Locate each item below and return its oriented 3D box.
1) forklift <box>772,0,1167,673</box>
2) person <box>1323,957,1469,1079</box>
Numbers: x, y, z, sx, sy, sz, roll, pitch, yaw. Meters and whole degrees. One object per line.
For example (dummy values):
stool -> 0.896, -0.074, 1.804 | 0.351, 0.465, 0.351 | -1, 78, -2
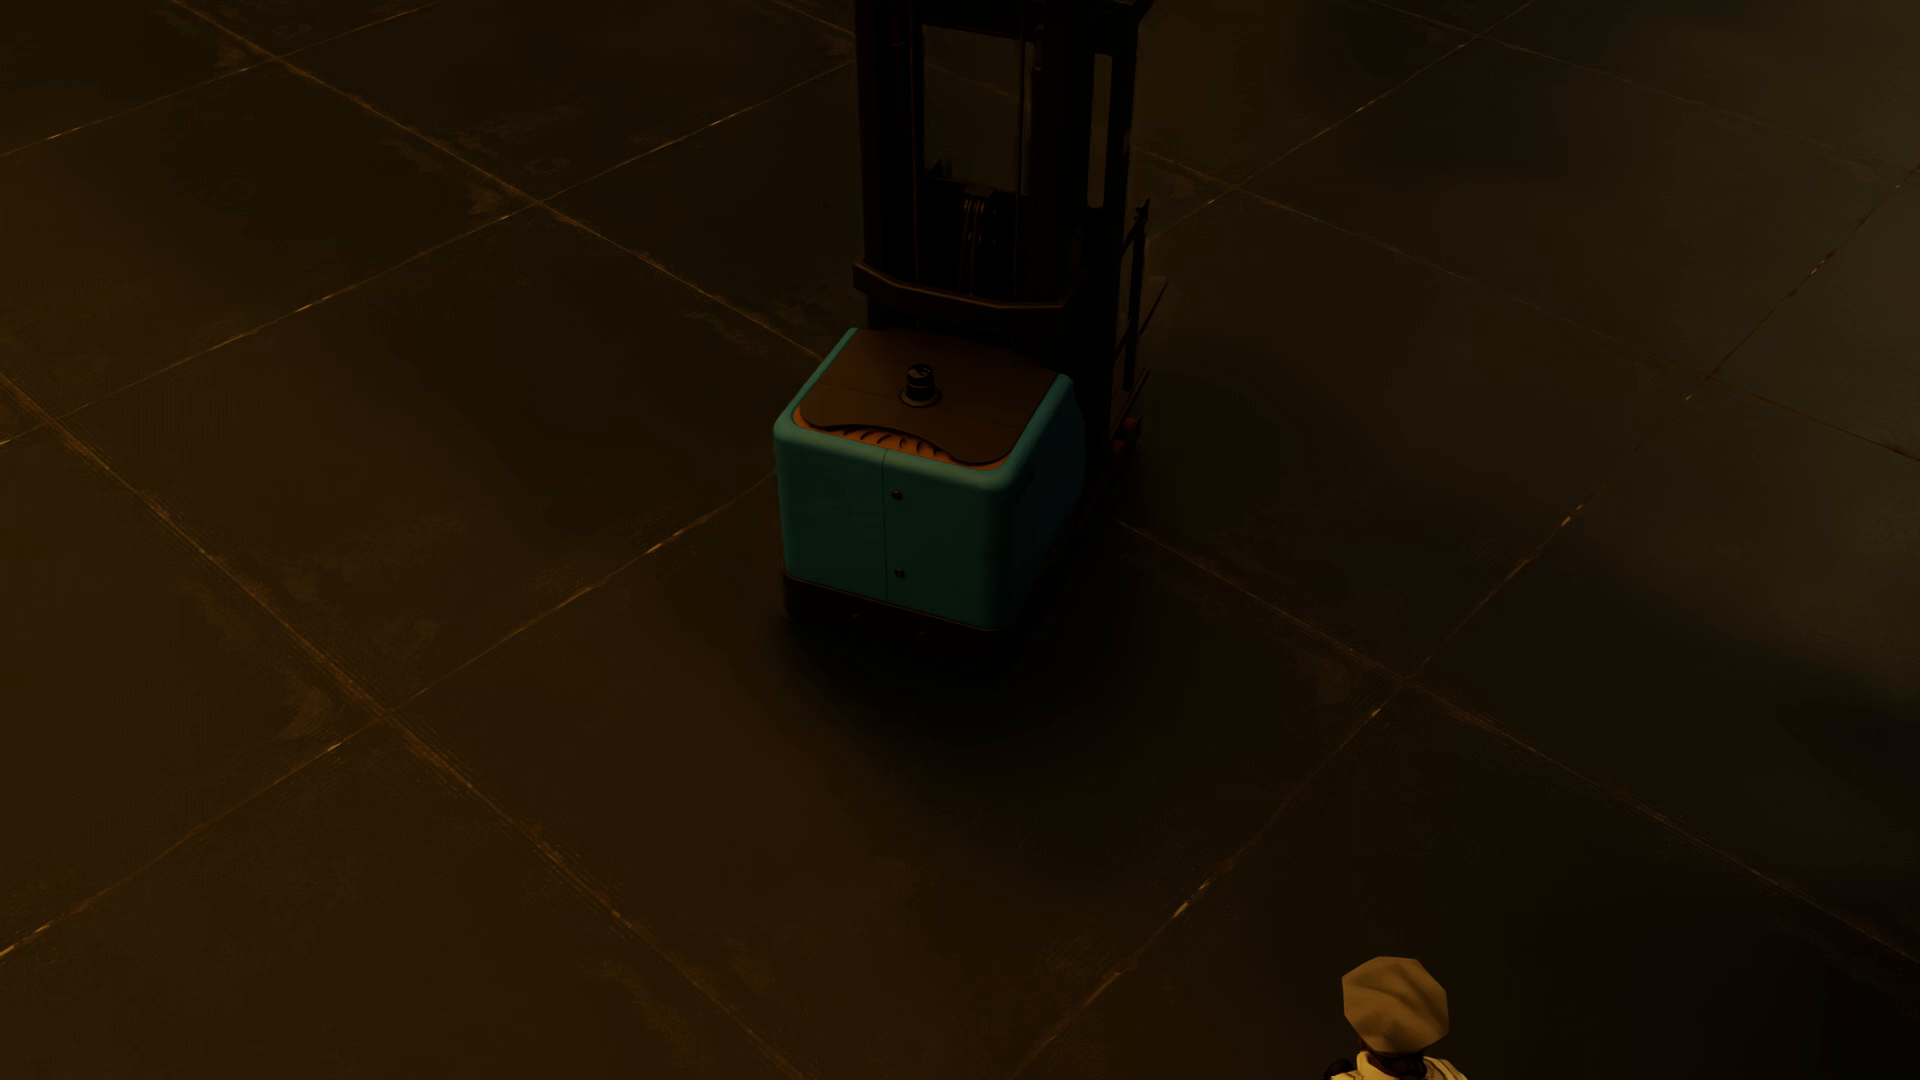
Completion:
forklift -> 0.249, -1.527, 7.208 | 1.130, 2.935, 3.031 | 14, 43, 16
person -> 1.052, 1.742, 4.380 | 0.594, 1.661, 0.407 | -8, 41, -9
